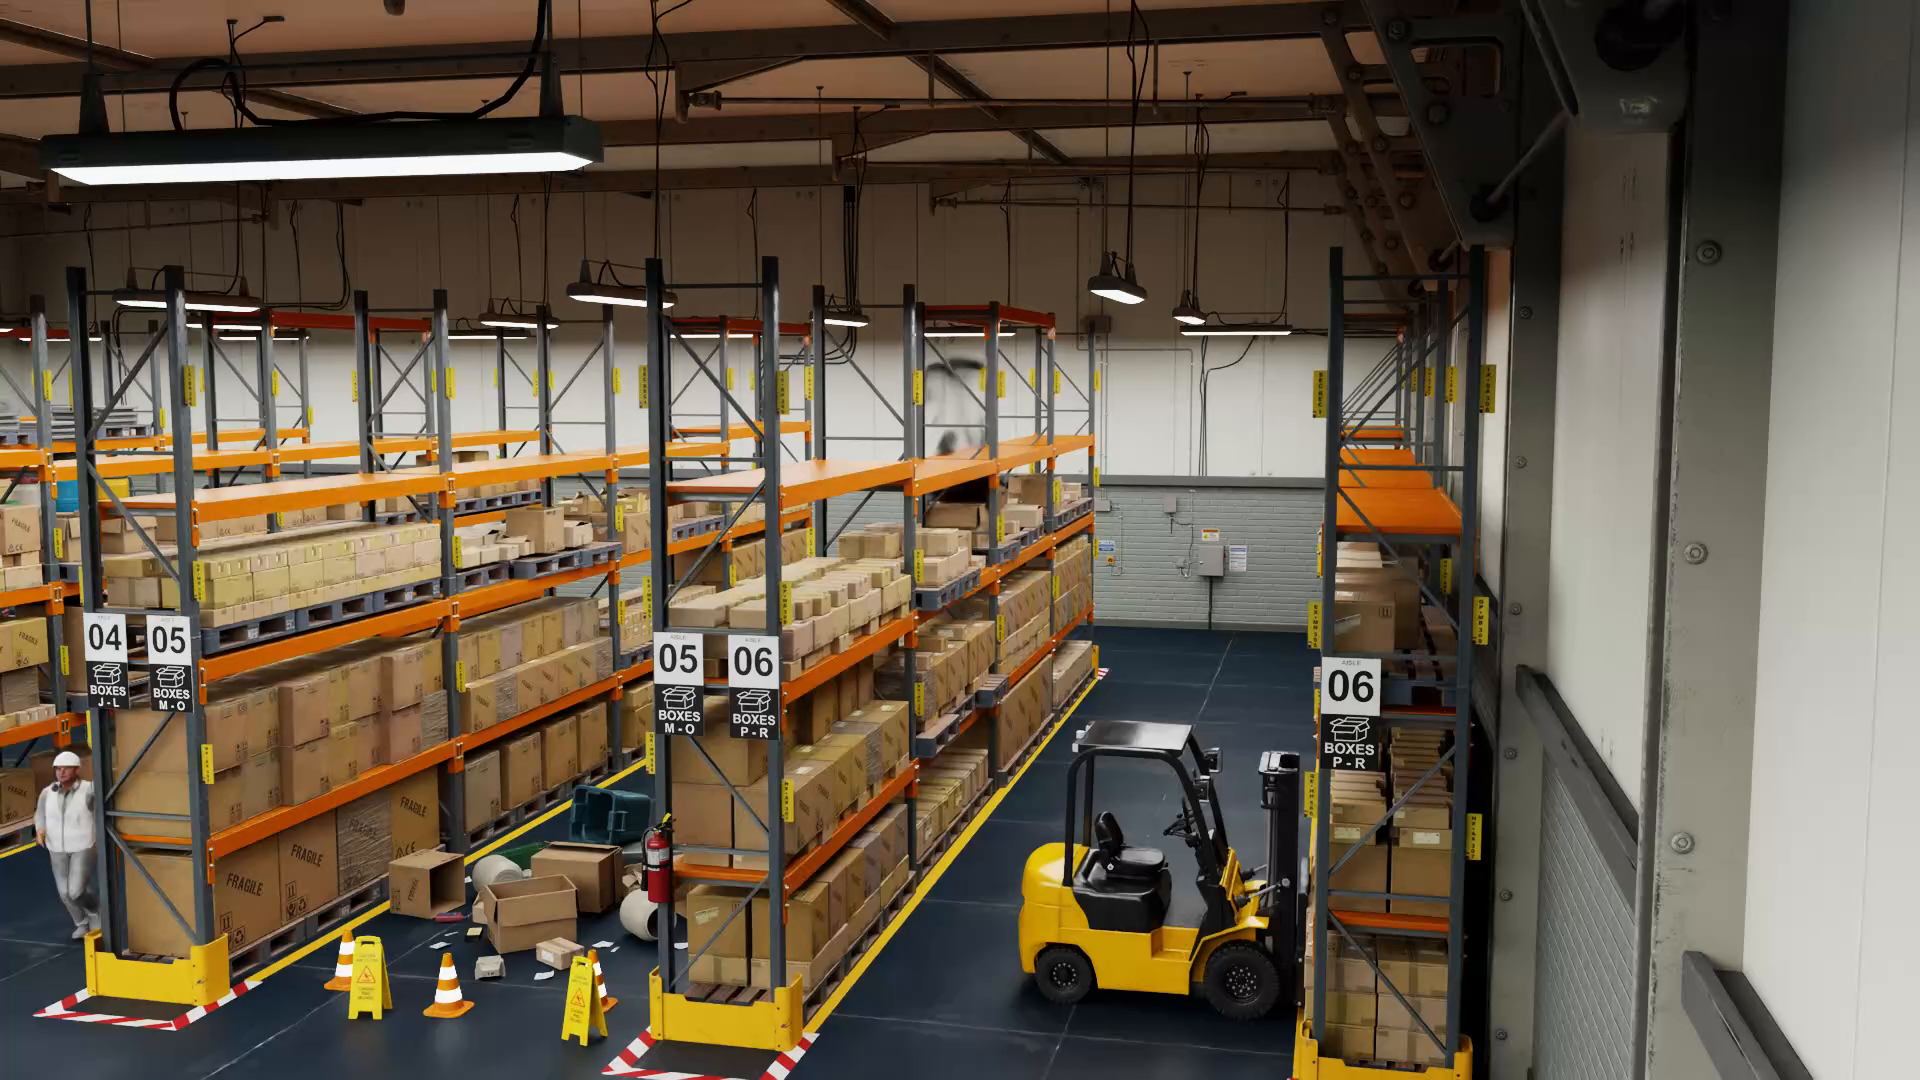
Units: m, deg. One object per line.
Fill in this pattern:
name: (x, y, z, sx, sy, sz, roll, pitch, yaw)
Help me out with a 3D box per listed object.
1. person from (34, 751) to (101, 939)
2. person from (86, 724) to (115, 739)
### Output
person: (-8.051, 2.777, 15.039, 0.658, 1.732, 0.579, 0, 6, -2)
person: (-11.581, 2.114, 22.229, 0.536, 1.609, 0.875, 1, 6, 8)
